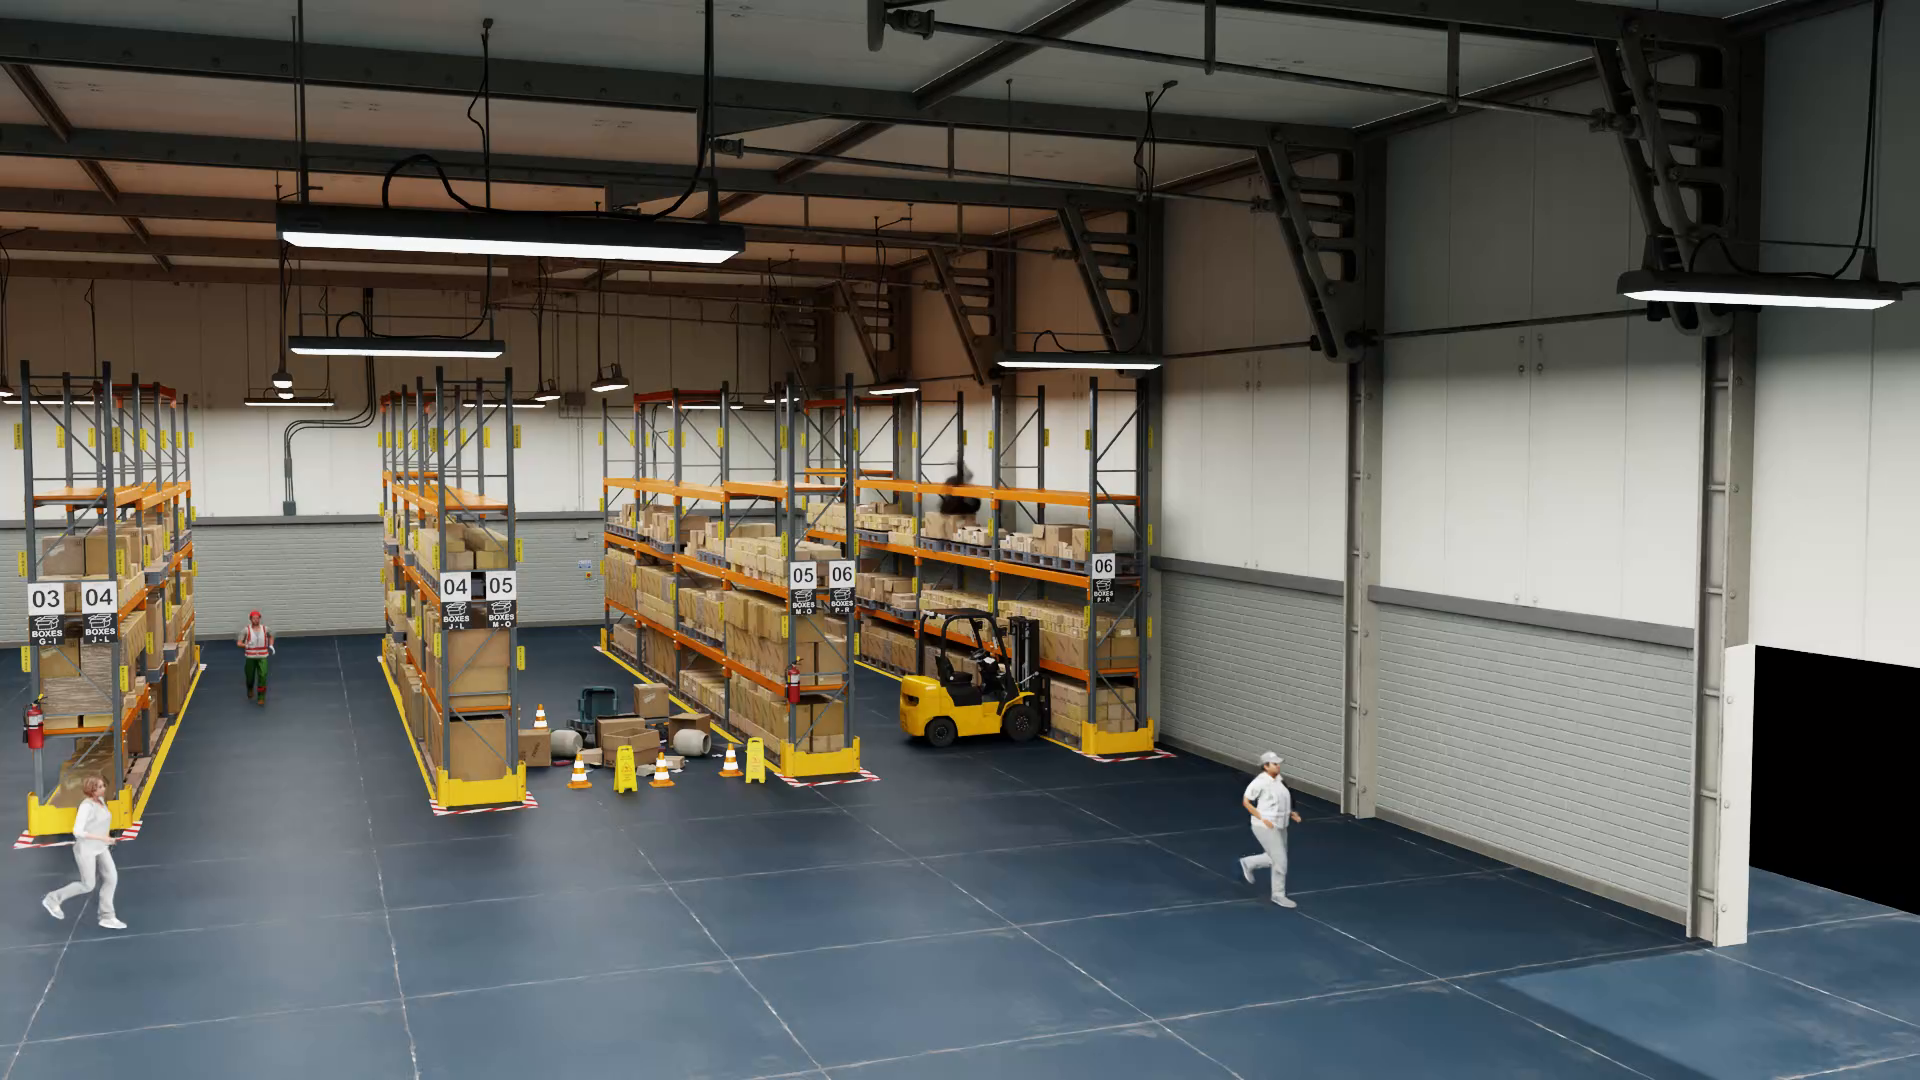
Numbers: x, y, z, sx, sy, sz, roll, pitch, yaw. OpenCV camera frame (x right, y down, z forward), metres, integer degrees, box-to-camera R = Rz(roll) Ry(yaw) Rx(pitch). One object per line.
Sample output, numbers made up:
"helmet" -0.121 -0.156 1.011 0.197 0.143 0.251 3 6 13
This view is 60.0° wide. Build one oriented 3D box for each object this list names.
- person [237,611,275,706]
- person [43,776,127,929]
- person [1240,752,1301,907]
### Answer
"person" -13.276 2.218 31.379 0.666 1.768 0.957 -2 4 -28
"person" -8.948 3.209 17.000 0.809 1.562 0.525 0 3 0
"person" 3.342 3.115 18.034 0.703 1.651 0.607 3 4 40
